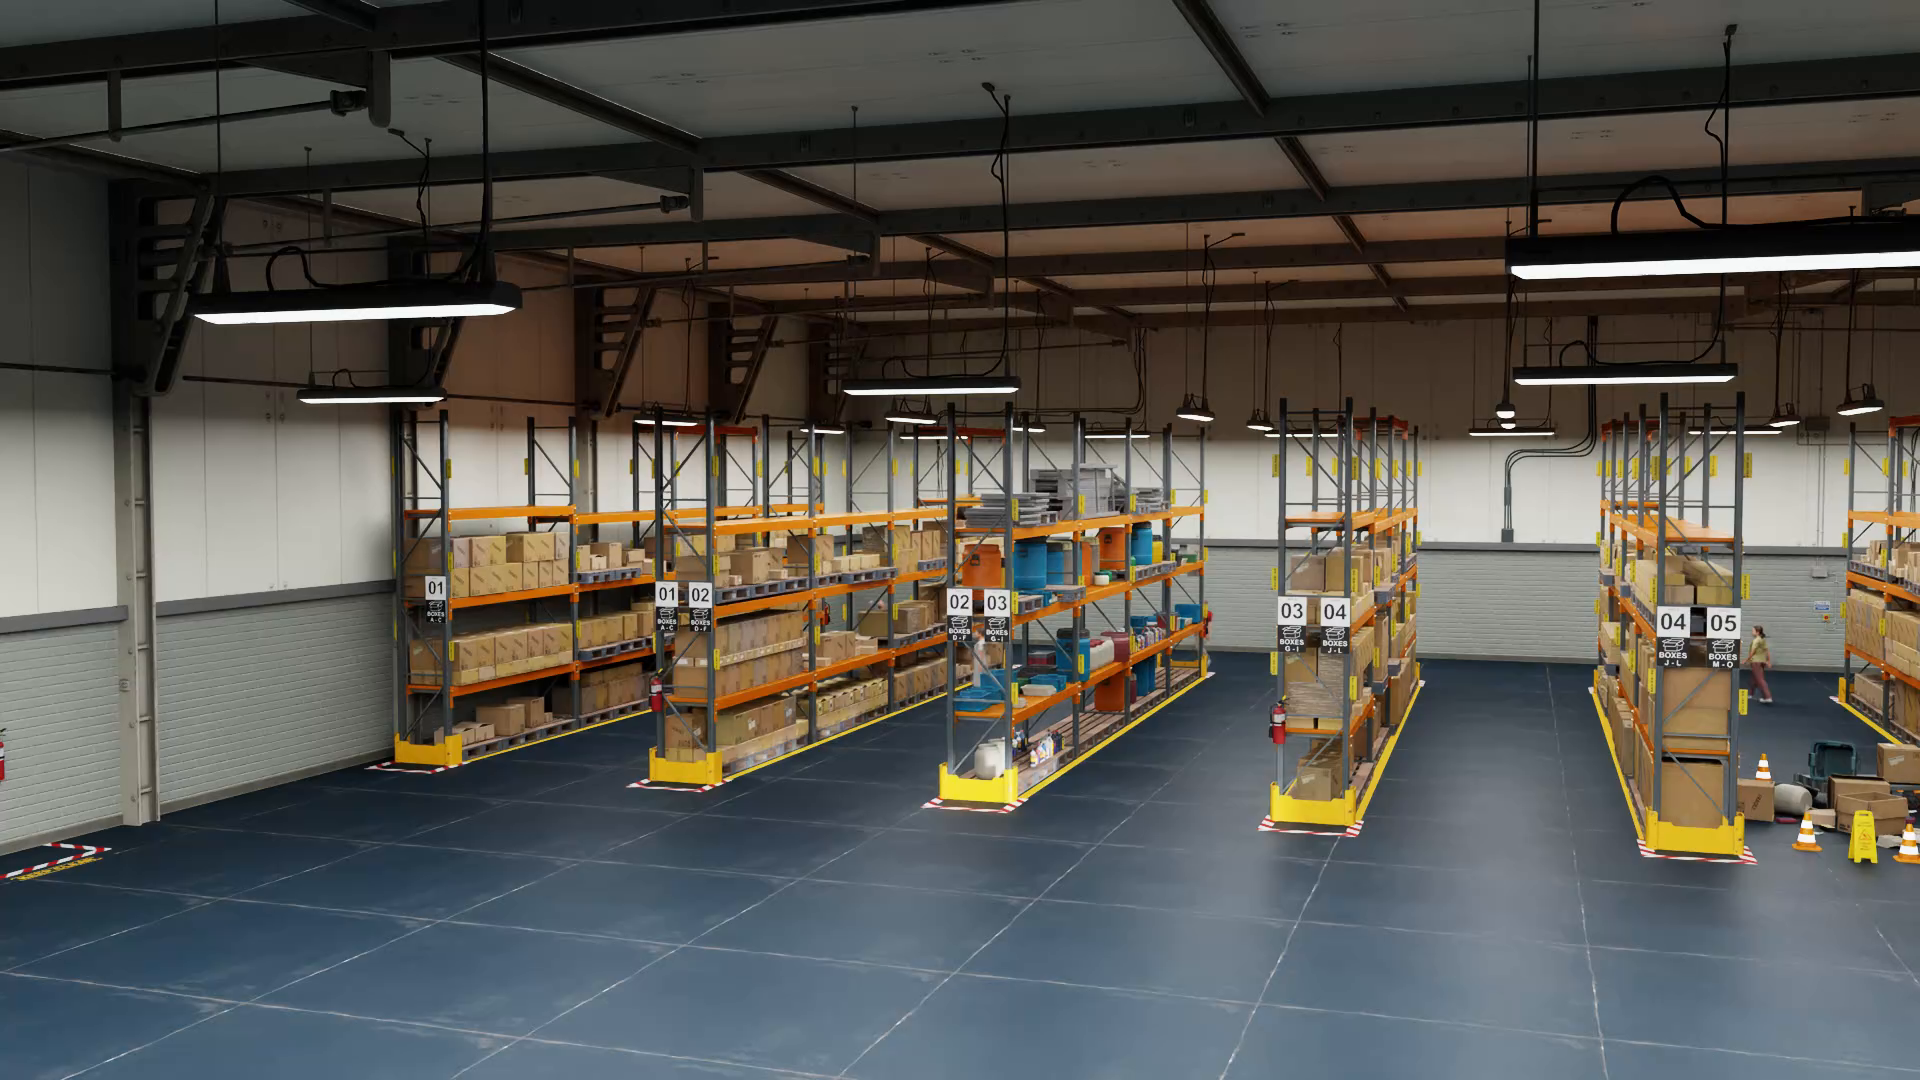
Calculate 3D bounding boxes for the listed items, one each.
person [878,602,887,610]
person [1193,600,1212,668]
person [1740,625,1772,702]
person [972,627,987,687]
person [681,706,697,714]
[{"bbox_3d":[-1.756,2.375,41.112,1.108,1.716,0.560,-1,3,-21],"label":"person"},{"bbox_3d":[6.002,2.373,41.509,0.436,1.764,0.539,-1,3,-25],"label":"person"},{"bbox_3d":[17.040,2.635,35.658,0.583,1.616,0.956,-1,3,-21],"label":"person"},{"bbox_3d":[0.405,2.681,34.879,0.385,1.711,0.564,0,2,10],"label":"person"},{"bbox_3d":[-5.276,2.799,32.308,0.387,1.808,0.606,1,3,21],"label":"person"}]
